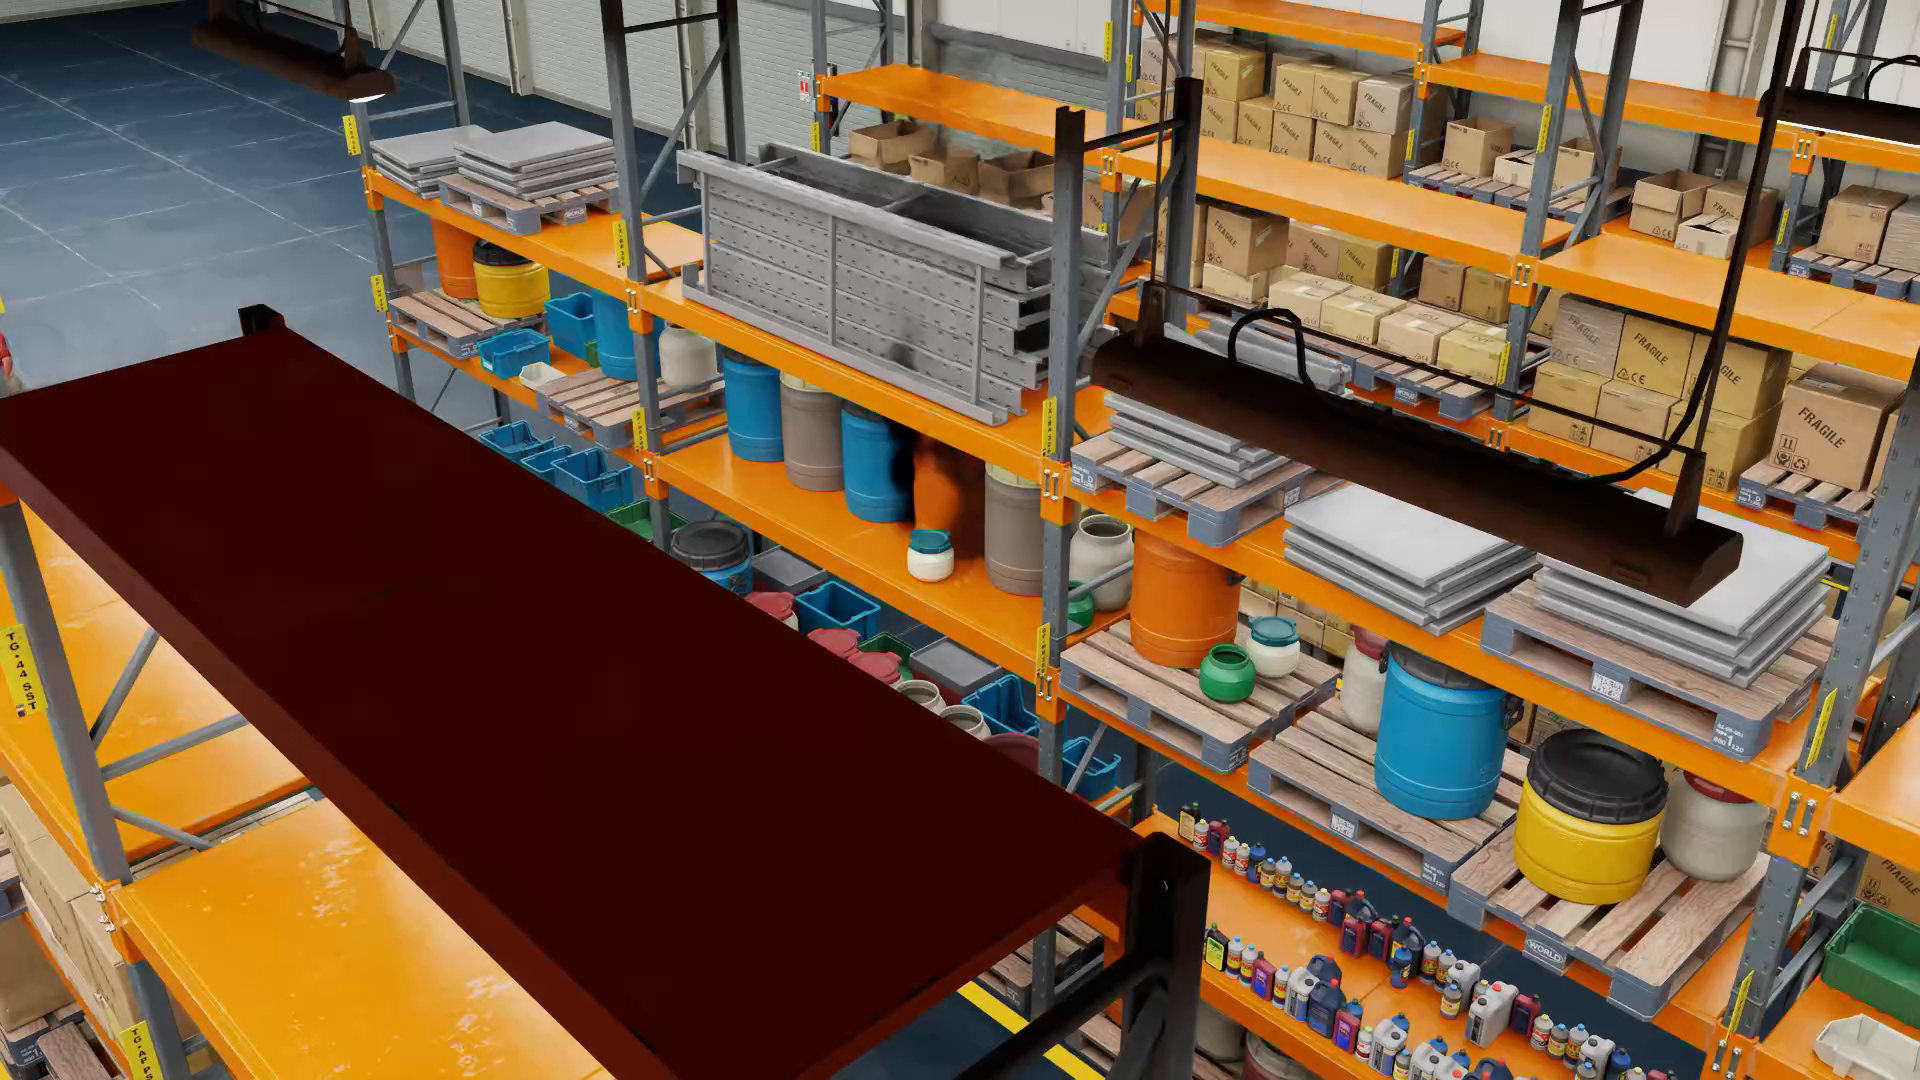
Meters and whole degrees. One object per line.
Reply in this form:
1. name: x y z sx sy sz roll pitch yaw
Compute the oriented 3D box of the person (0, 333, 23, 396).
1. person: -10.467 -1.618 18.112 0.702 1.755 0.693 -8 29 -15
